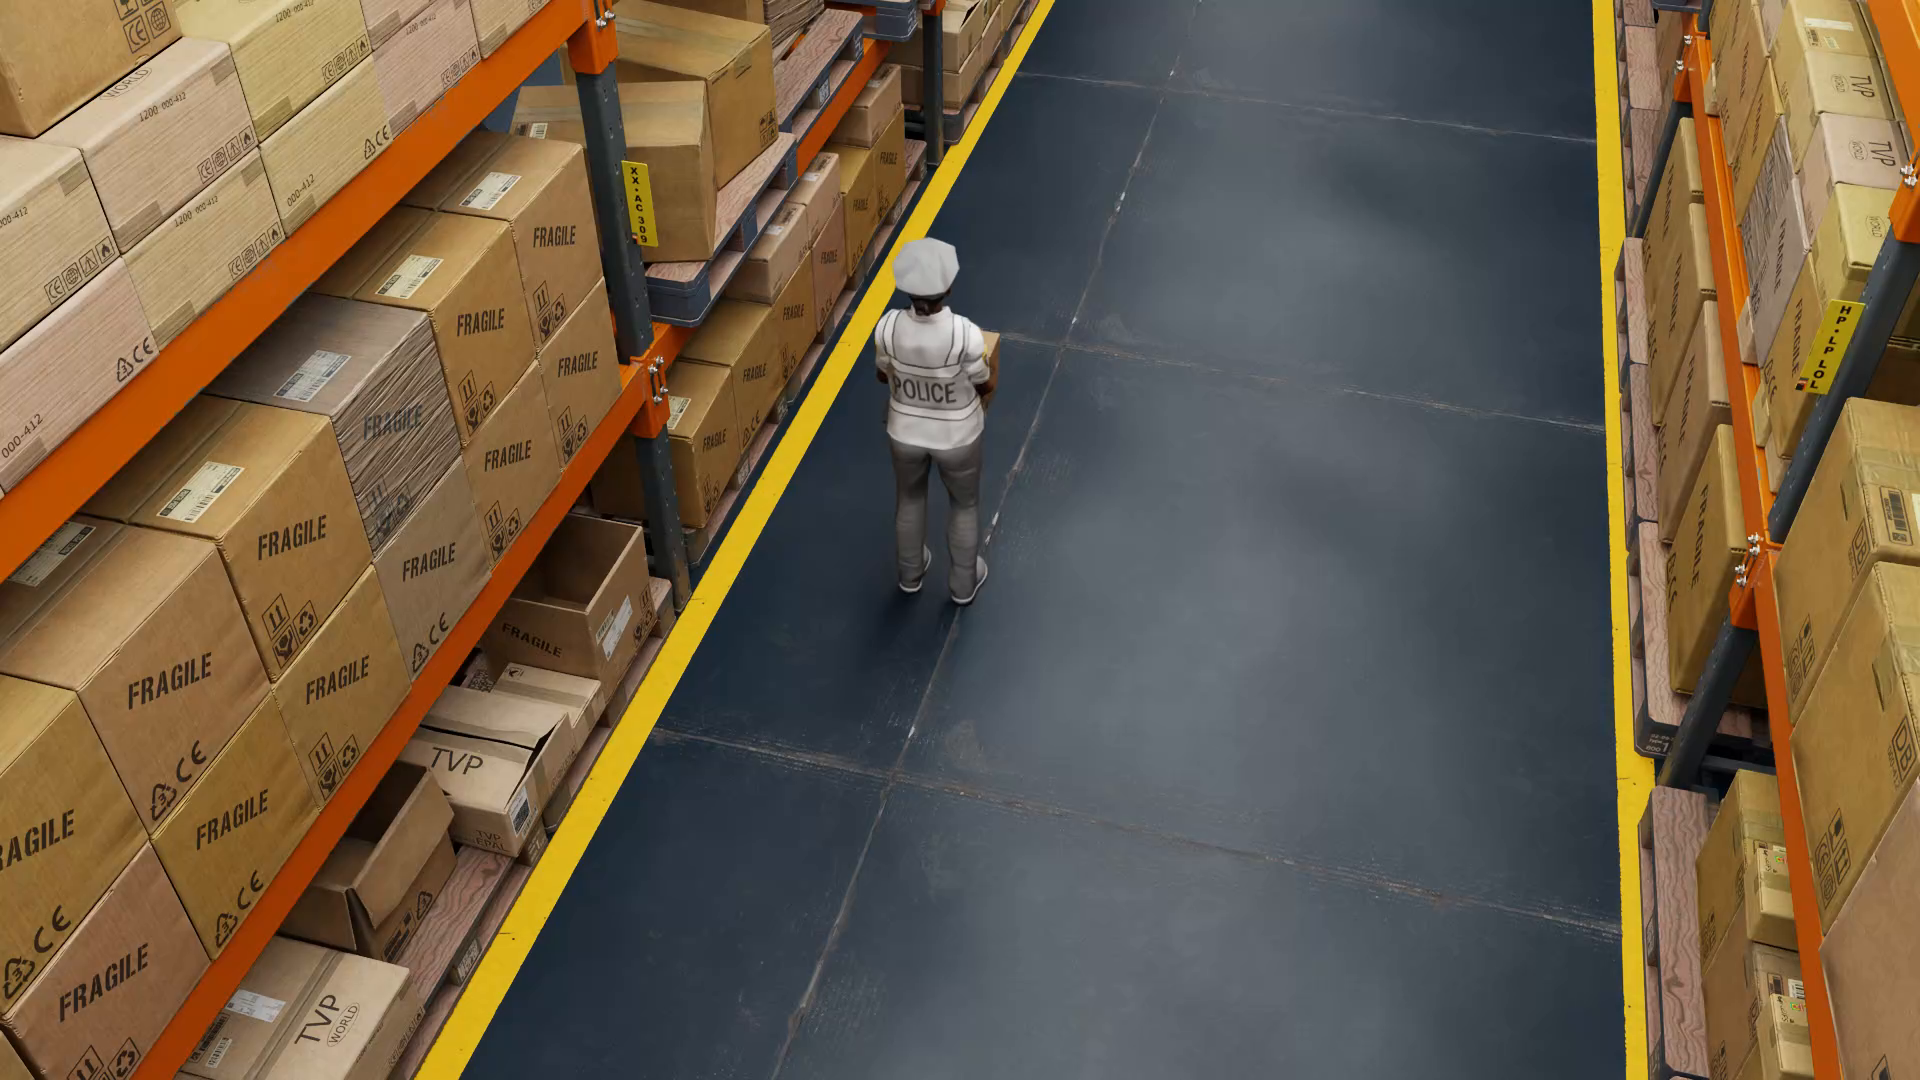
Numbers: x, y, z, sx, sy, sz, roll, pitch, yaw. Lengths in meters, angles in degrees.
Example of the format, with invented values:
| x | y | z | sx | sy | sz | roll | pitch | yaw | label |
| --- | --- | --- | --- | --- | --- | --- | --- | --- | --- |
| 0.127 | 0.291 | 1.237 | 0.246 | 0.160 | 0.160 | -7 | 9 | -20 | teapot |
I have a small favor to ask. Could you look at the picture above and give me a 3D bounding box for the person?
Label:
| x | y | z | sx | sy | sz | roll | pitch | yaw | label |
| --- | --- | --- | --- | --- | --- | --- | --- | --- | --- |
| -0.087 | -0.491 | 6.694 | 0.468 | 1.692 | 0.503 | 9 | 42 | 10 | person |
